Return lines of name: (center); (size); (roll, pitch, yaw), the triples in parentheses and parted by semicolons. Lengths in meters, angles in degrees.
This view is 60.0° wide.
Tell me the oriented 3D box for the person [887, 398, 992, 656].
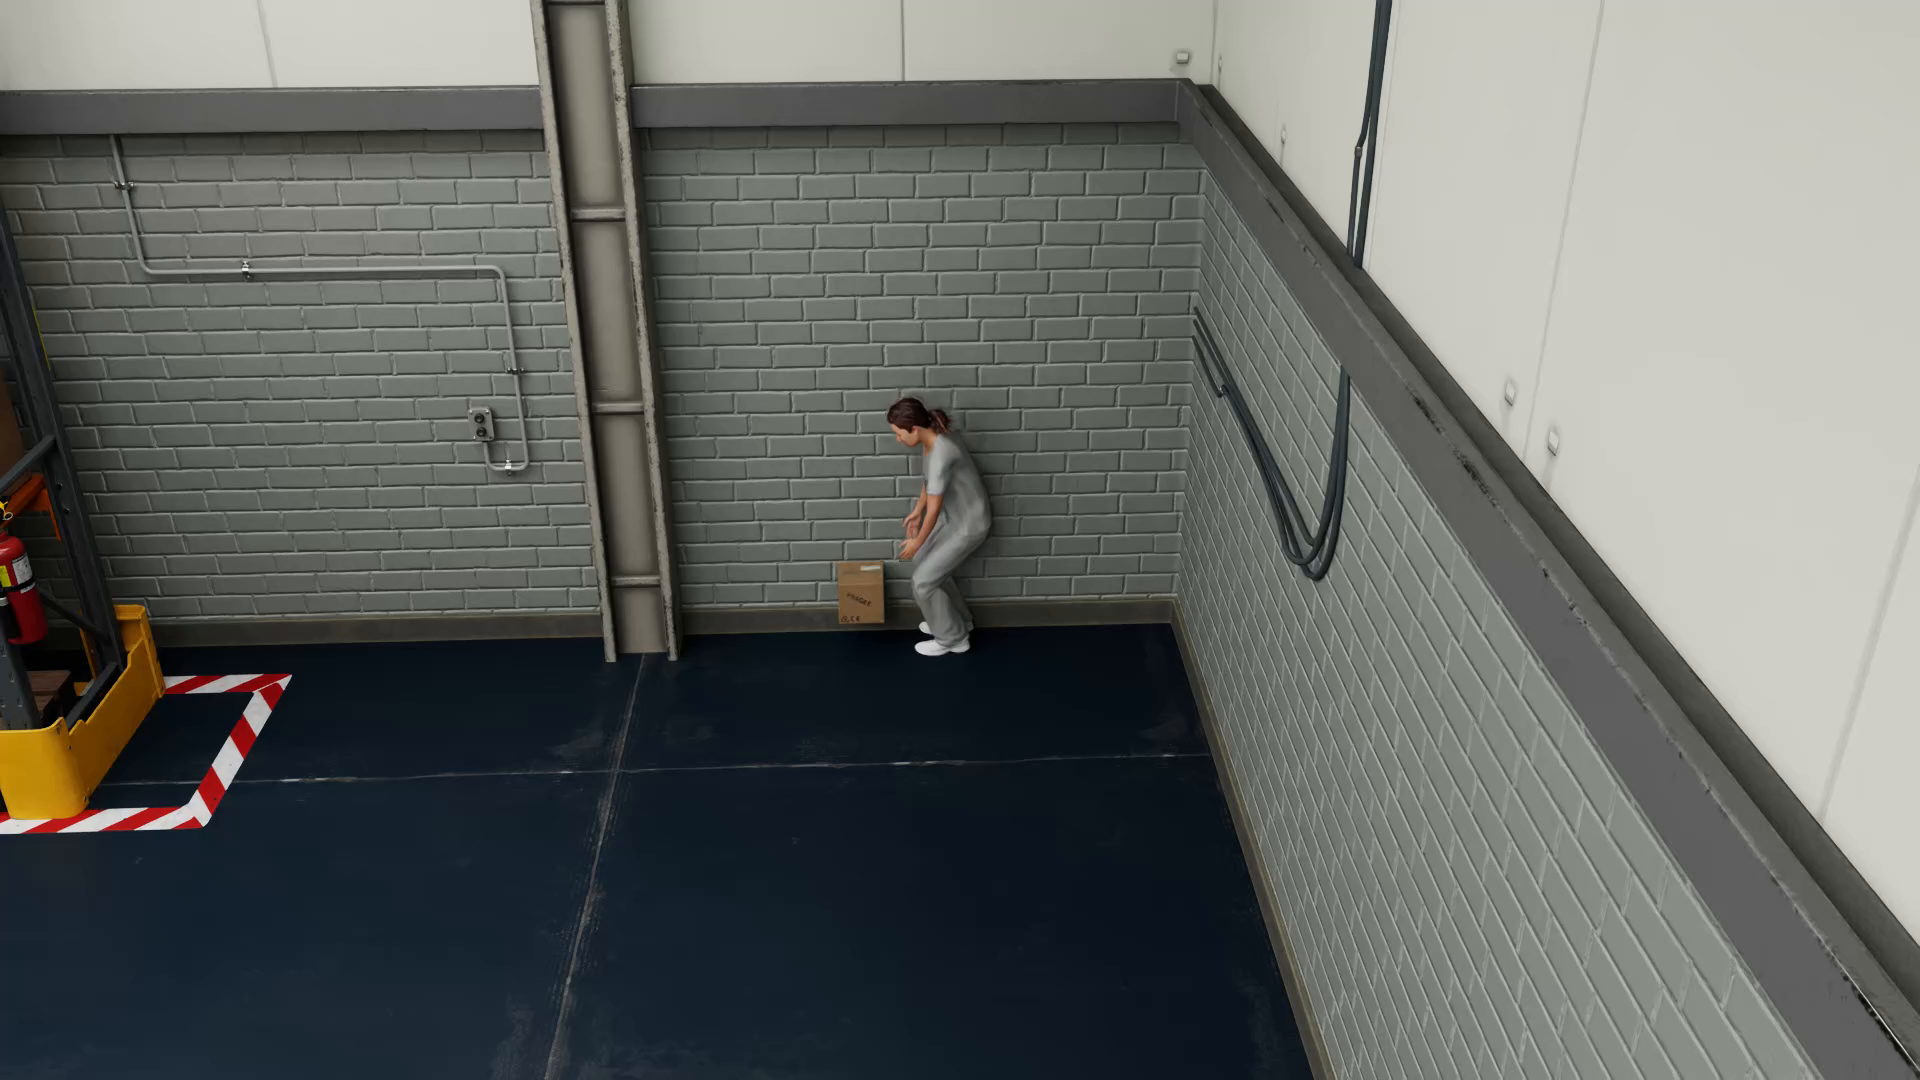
person: (-0.103, -0.077, 8.974); (0.554, 1.493, 0.486); (-1, 28, -2)
